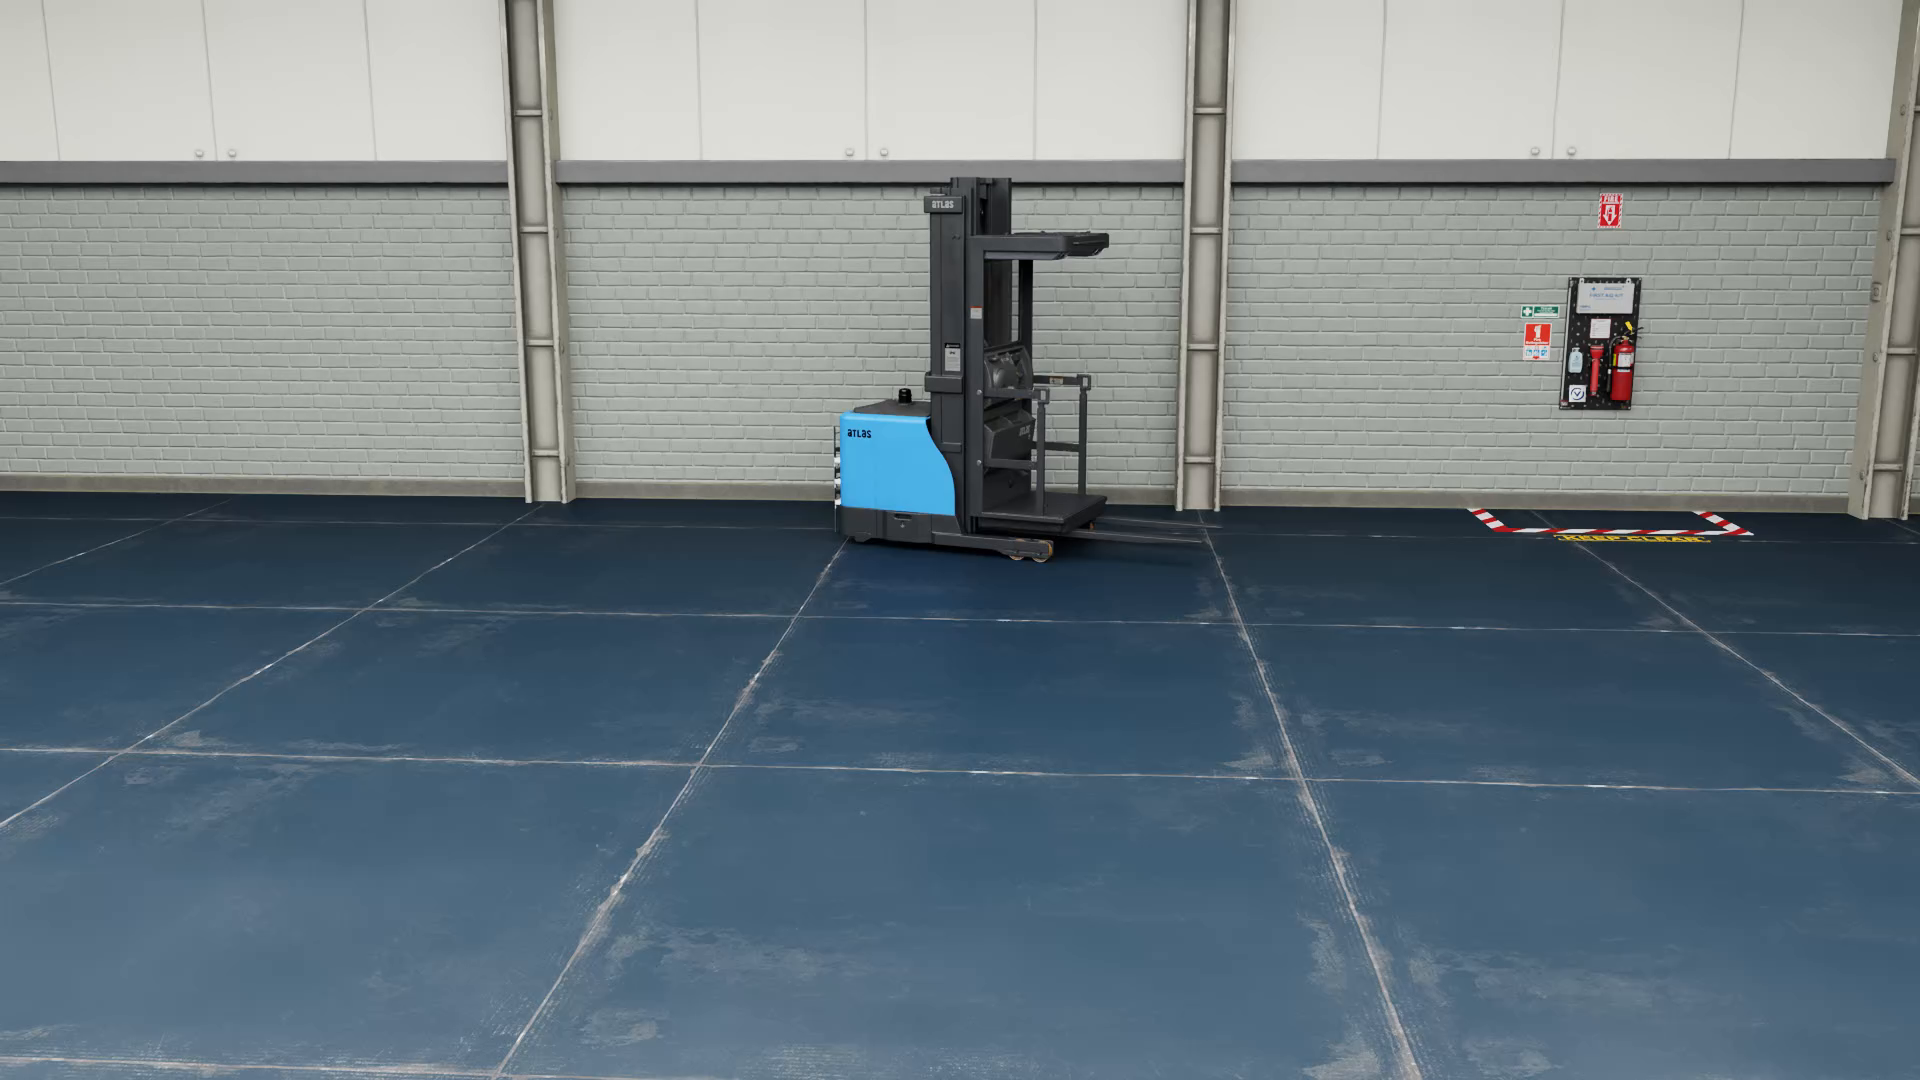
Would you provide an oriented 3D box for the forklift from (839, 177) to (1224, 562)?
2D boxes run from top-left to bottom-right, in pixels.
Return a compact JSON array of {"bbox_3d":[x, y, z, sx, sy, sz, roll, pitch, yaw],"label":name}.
[{"bbox_3d":[0.573,-1.384,13.228,3.031,2.935,1.130,5,13,23],"label":"forklift"}]

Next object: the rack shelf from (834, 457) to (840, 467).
[{"bbox_3d":[-0.916,-0.669,14.053,0.200,0.077,0.258,5,13,23],"label":"rack shelf"}]

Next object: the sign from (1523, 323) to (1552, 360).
[{"bbox_3d":[5.140,-1.768,14.807,0.234,0.329,0.001,1,12,4],"label":"sign"}]

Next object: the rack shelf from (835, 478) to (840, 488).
[{"bbox_3d":[-0.916,-0.493,14.090,0.200,0.077,0.258,5,13,23],"label":"rack shelf"}]

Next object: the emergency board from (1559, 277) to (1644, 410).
[{"bbox_3d":[5.685,-1.722,14.674,0.643,1.169,0.194,1,12,4],"label":"emergency board"}]

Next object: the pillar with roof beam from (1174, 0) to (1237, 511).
[{"bbox_3d":[1.874,-3.819,10.049,0.400,9.000,9.100,1,12,4],"label":"pillar with roof beam"}]

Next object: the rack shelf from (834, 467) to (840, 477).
[{"bbox_3d":[-0.916,-0.581,14.071,0.200,0.077,0.258,5,13,23],"label":"rack shelf"}]

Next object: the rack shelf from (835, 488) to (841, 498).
[{"bbox_3d":[-0.916,-0.405,14.108,0.200,0.077,0.258,5,13,23],"label":"rack shelf"}]

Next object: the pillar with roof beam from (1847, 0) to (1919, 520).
[{"bbox_3d":[7.860,-3.737,9.656,0.400,9.000,9.100,1,12,4],"label":"pillar with roof beam"}]

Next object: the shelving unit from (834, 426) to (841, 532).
[{"bbox_3d":[-0.916,-0.526,14.083,0.210,0.900,0.258,5,13,23],"label":"shelving unit"}]

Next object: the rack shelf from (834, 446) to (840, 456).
[{"bbox_3d":[-0.916,-0.757,14.034,0.200,0.077,0.258,5,13,23],"label":"rack shelf"}]

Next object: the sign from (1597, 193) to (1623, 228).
[{"bbox_3d":[5.684,-2.877,14.534,0.199,0.298,0.001,1,12,4],"label":"sign"}]

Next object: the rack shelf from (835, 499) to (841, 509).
[{"bbox_3d":[-0.916,-0.317,14.126,0.200,0.077,0.258,5,13,23],"label":"rack shelf"}]

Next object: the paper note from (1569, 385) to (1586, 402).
[{"bbox_3d":[5.513,-1.307,14.843,0.142,0.148,0.016,1,12,4],"label":"paper note"}]

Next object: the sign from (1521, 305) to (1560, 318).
[{"bbox_3d":[5.144,-2.026,14.744,0.331,0.109,0.001,1,12,4],"label":"sign"}]

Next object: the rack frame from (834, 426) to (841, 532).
[{"bbox_3d":[-1.009,-0.534,14.122,0.006,0.900,0.240,5,13,23],"label":"rack frame"}]

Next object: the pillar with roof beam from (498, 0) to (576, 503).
[{"bbox_3d":[-4.113,-3.901,10.441,0.400,9.000,9.100,1,12,4],"label":"pillar with roof beam"}]
